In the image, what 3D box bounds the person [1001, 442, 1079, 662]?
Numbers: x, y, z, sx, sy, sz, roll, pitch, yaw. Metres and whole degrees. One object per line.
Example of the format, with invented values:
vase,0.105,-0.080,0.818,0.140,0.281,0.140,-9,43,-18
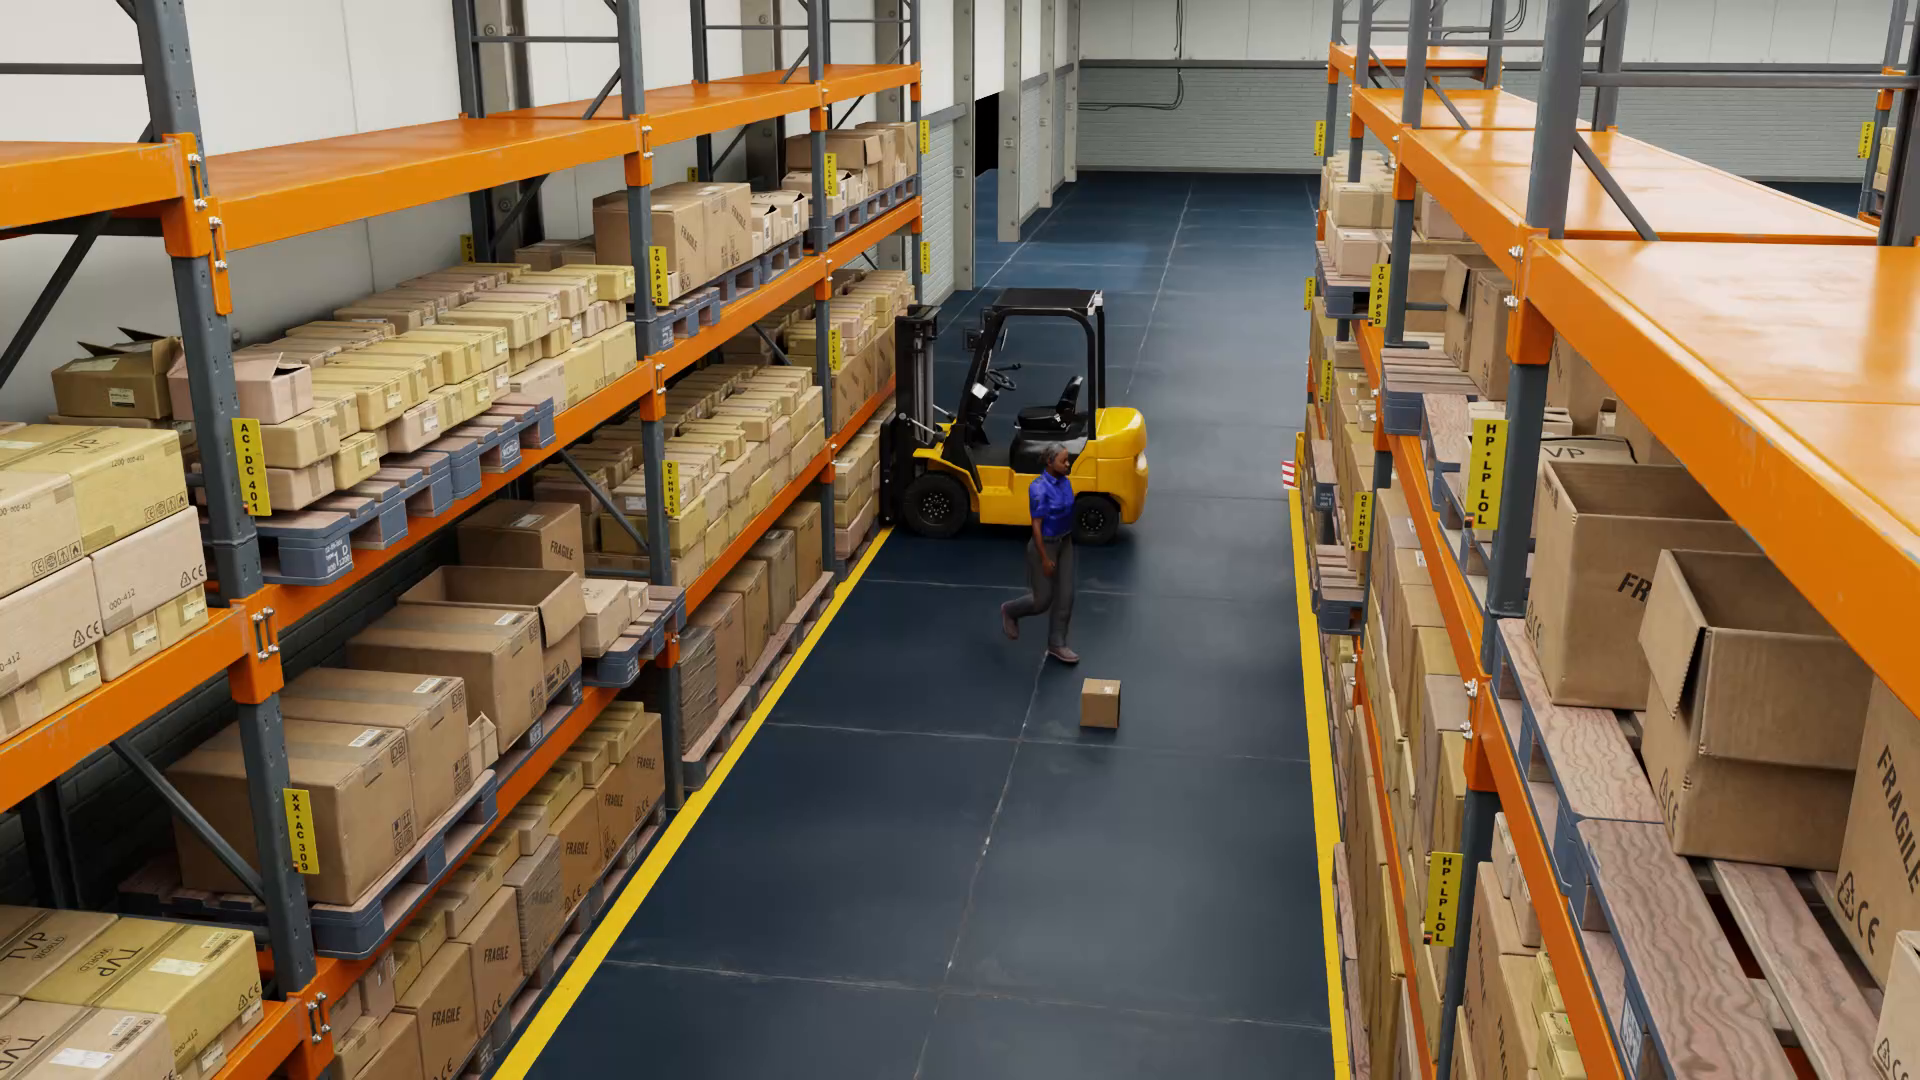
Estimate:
person,0.625,0.064,12.309,0.682,1.642,0.458,15,23,39
